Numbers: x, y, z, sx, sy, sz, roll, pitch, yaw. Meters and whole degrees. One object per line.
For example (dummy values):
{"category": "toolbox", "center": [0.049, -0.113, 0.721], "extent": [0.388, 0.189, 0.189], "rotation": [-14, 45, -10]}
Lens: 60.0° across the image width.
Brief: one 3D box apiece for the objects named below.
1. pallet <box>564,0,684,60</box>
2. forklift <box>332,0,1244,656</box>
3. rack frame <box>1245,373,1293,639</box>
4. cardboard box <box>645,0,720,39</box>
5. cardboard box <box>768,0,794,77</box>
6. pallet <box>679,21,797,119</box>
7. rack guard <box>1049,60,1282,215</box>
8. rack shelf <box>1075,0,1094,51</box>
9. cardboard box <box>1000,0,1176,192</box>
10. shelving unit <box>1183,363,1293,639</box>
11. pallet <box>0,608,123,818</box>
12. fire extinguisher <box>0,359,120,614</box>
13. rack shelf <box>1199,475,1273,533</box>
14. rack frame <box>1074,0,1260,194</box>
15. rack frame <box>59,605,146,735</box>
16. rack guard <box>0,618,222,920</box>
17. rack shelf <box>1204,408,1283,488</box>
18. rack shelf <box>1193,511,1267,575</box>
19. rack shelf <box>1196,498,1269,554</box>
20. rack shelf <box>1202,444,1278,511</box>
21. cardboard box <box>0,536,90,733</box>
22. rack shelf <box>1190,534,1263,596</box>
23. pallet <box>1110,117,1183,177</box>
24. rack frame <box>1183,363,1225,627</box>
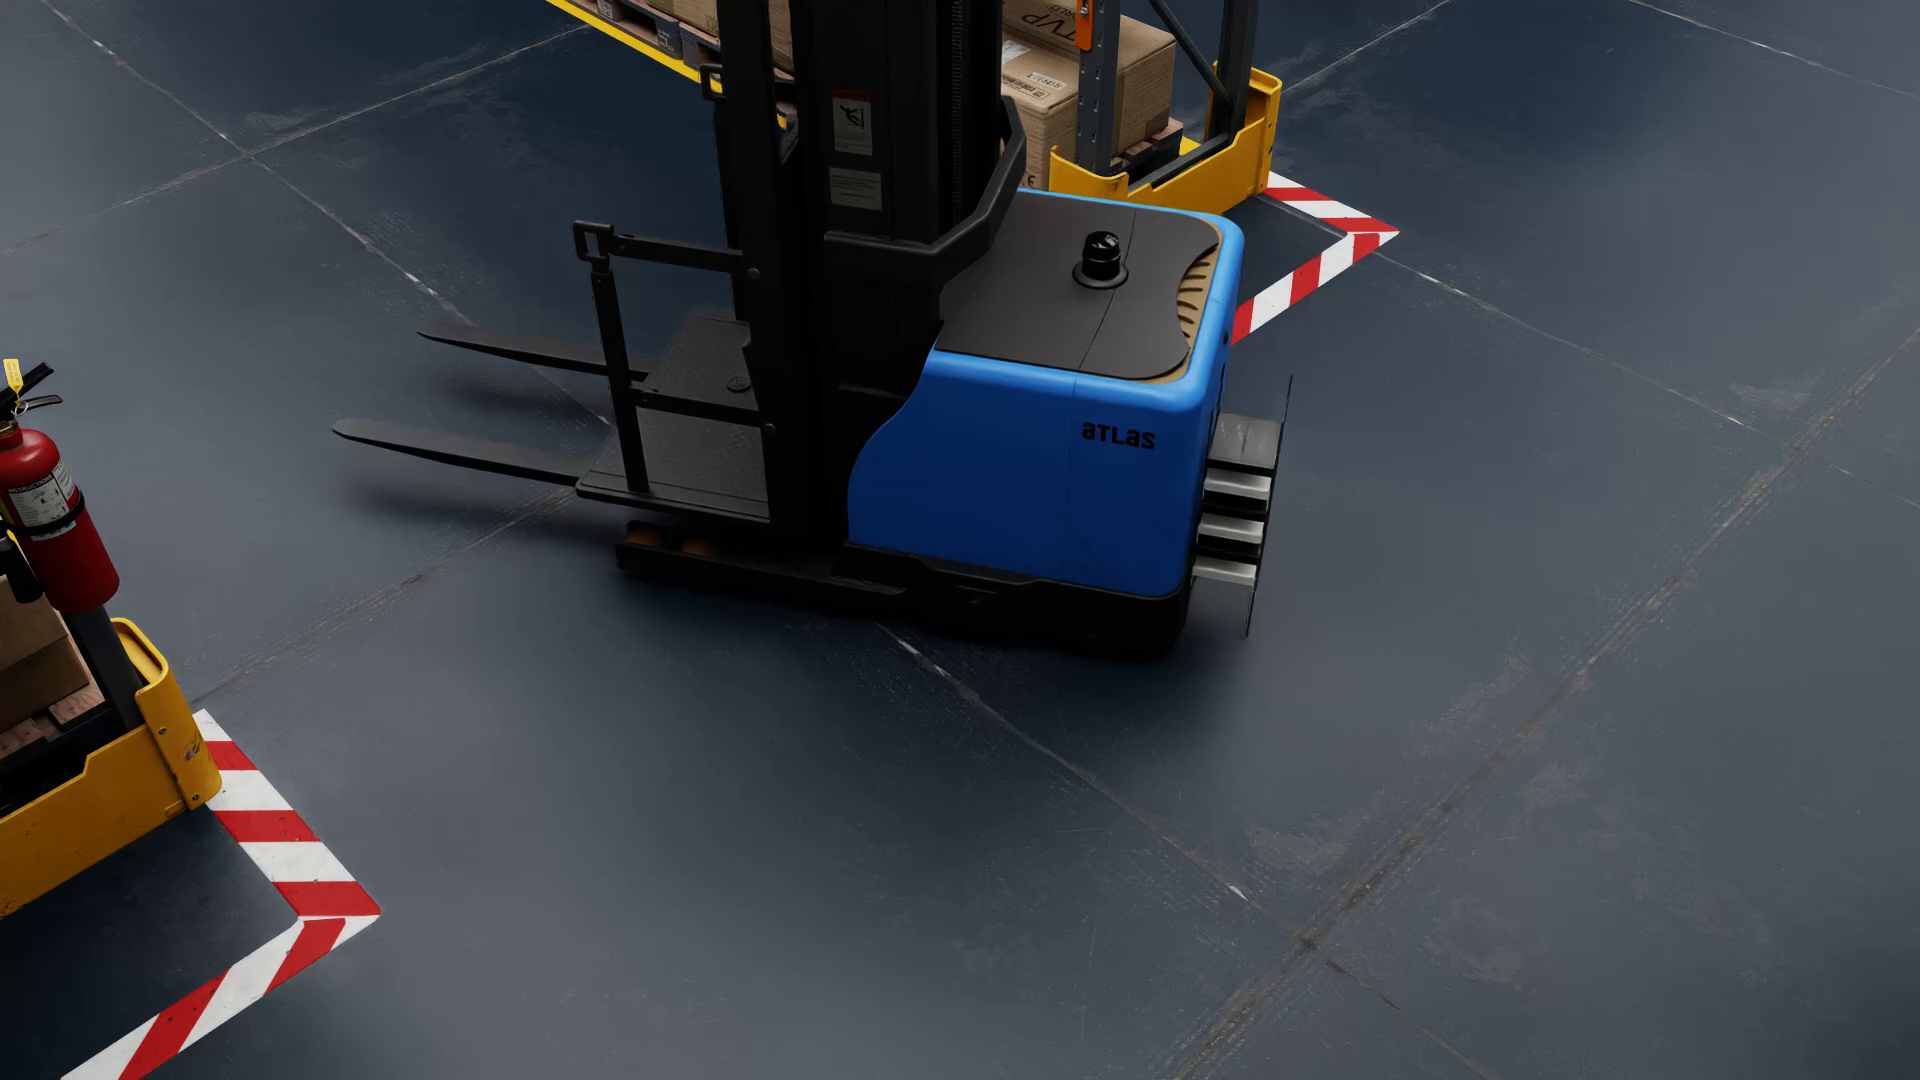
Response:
{"category": "pallet", "center": [-1.486, -3.007, 8.848], "extent": [1.003, 0.211, 1.213], "rotation": [-34, 53, -31]}
{"category": "forklift", "center": [-0.659, -1.255, 4.949], "extent": [3.031, 2.935, 1.130], "rotation": [10, 44, 11]}
{"category": "rack frame", "center": [0.961, -0.089, 5.183], "extent": [0.006, 0.900, 0.240], "rotation": [10, 44, 11]}
{"category": "cardboard box", "center": [-0.968, -2.864, 8.217], "extent": [0.875, 0.438, 0.875], "rotation": [33, 52, 30]}
{"category": "cardboard box", "center": [-0.332, -2.430, 7.748], "extent": [0.875, 0.438, 0.875], "rotation": [-33, 52, -30]}
{"category": "pallet", "center": [-0.620, -2.420, 8.214], "extent": [1.003, 0.211, 1.213], "rotation": [-34, 53, -31]}
{"category": "rack guard", "center": [0.874, -1.582, 7.094], "extent": [1.175, 0.500, 0.348], "rotation": [-34, 53, -31]}
{"category": "rack shelf", "center": [-0.555, -3.208, 7.542], "extent": [1.077, 0.370, 4.000], "rotation": [-34, 53, -31]}
{"category": "cardboard box", "center": [0.320, -1.994, 7.276], "extent": [0.875, 0.438, 0.875], "rotation": [32, 52, 30]}
{"category": "shelving unit", "center": [0.863, -0.106, 5.202], "extent": [0.210, 0.900, 0.258], "rotation": [10, 44, 11]}
{"category": "pallet", "center": [-3.272, 0.474, 5.081], "extent": [1.003, 0.211, 1.213], "rotation": [-34, 53, -31]}
{"category": "fire extinguisher", "center": [-2.224, -0.116, 3.997], "extent": [0.296, 0.674, 0.183], "rotation": [-34, 53, -31]}
{"category": "rack shelf", "center": [0.863, -0.148, 5.164], "extent": [0.200, 0.077, 0.258], "rotation": [10, 44, 11]}
{"category": "rack frame", "center": [0.857, -2.512, 6.258], "extent": [1.000, 3.000, 0.127], "rotation": [-34, 53, -31]}
{"category": "rack frame", "center": [-2.655, -0.131, 3.681], "extent": [1.000, 3.000, 0.127], "rotation": [-34, 53, -31]}
{"category": "rack guard", "center": [-2.708, 0.751, 4.569], "extent": [1.175, 0.500, 0.348], "rotation": [-34, 53, -31]}
{"category": "rack shelf", "center": [0.863, -0.280, 5.041], "extent": [0.200, 0.077, 0.258], "rotation": [10, 44, 11]}
{"category": "rack shelf", "center": [0.863, -0.016, 5.286], "extent": [0.200, 0.077, 0.258], "rotation": [10, 44, 11]}
{"category": "rack shelf", "center": [0.863, -0.082, 5.225], "extent": [0.200, 0.077, 0.258], "rotation": [10, 44, 11]}
{"category": "rack shelf", "center": [0.863, -0.214, 5.103], "extent": [0.200, 0.077, 0.258], "rotation": [10, 44, 11]}
{"category": "cardboard box", "center": [-3.020, 0.292, 4.753], "extent": [0.637, 0.503, 0.797], "rotation": [32, 52, 30]}
{"category": "rack shelf", "center": [0.863, 0.050, 5.347], "extent": [0.200, 0.077, 0.258], "rotation": [10, 44, 11]}
{"category": "pallet", "center": [0.237, -1.834, 7.579], "extent": [1.003, 0.211, 1.213], "rotation": [-34, 53, -31]}
{"category": "rack frame", "center": [0.764, -0.124, 5.221], "extent": [0.006, 0.900, 0.240], "rotation": [10, 44, 11]}
